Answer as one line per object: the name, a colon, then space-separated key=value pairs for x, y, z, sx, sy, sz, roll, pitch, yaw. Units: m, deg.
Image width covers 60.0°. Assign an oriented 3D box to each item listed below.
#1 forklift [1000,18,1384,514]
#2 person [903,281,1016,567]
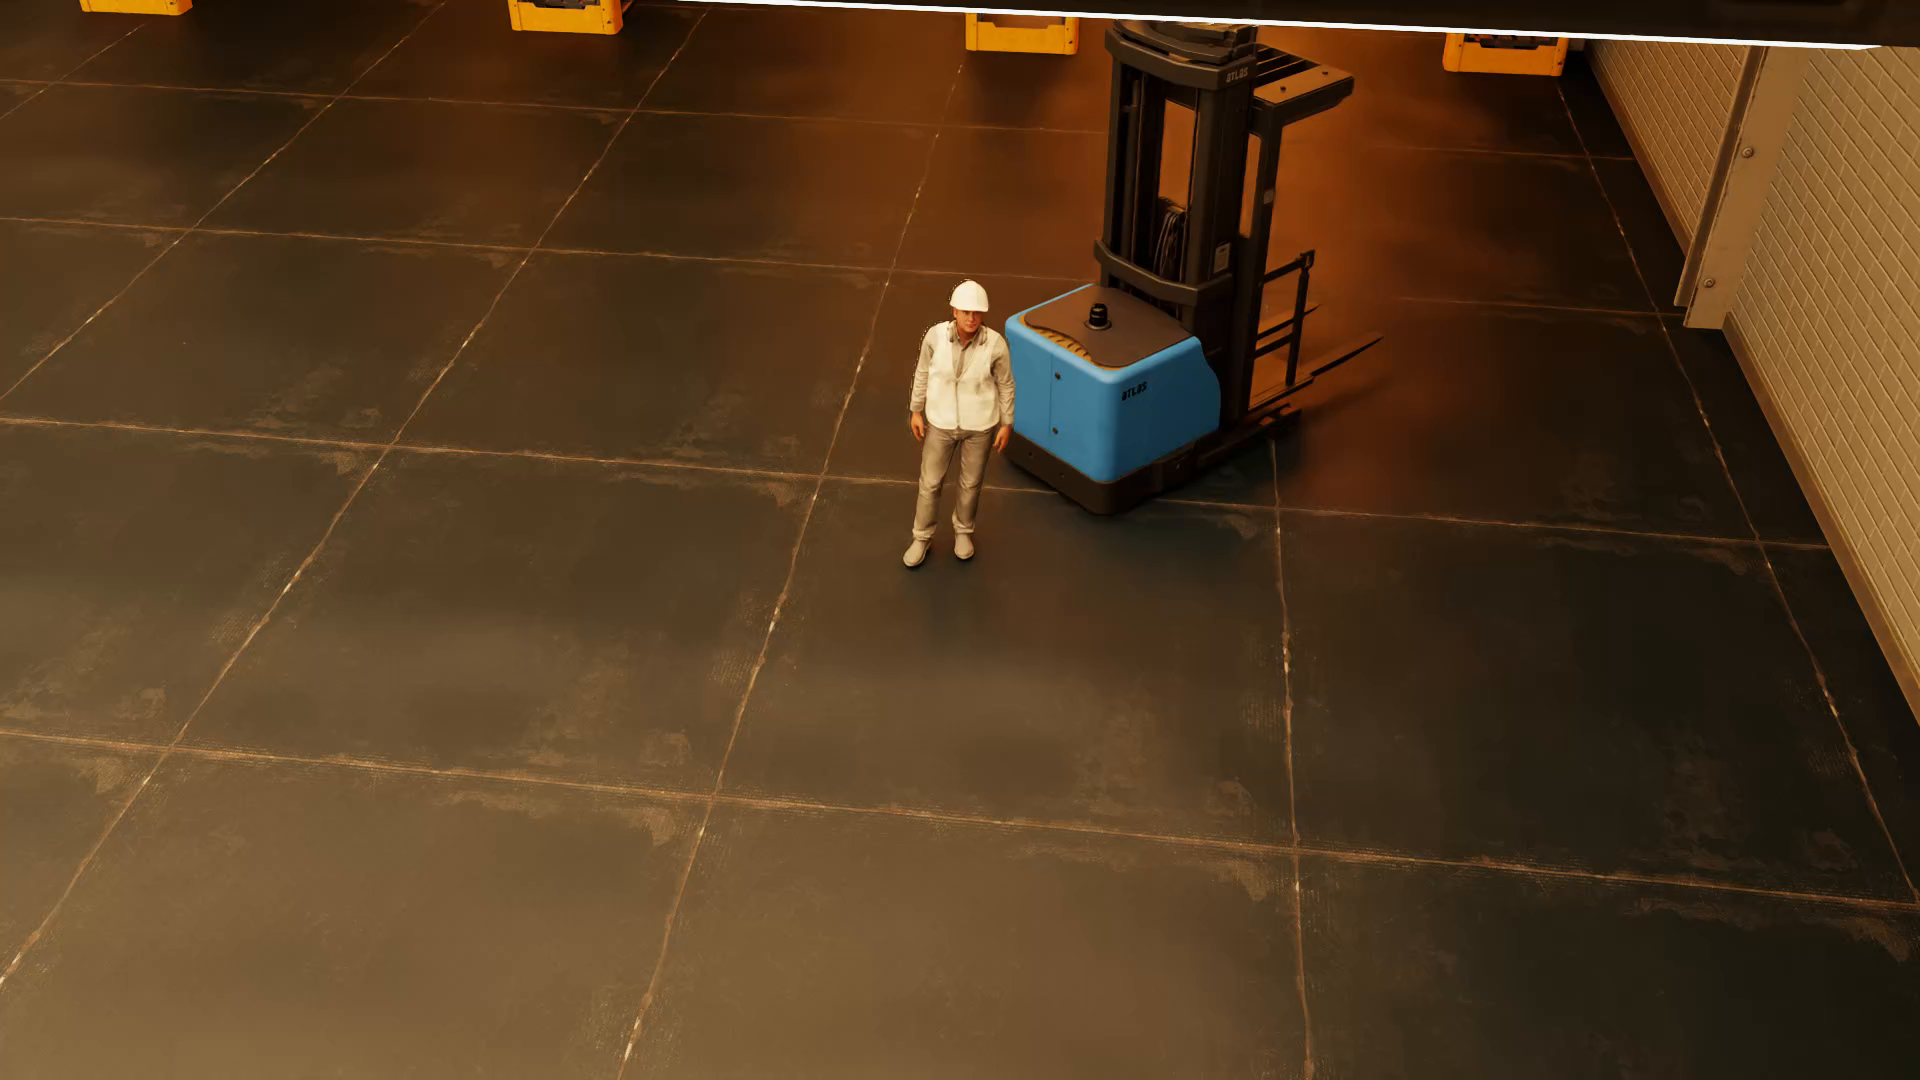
forklift: x=1.726 y=-2.075 z=10.844 sx=3.031 sy=2.935 sz=1.130 roll=-26 pitch=44 yaw=-31
person: x=-0.006 y=-0.678 z=9.917 sx=0.647 sy=1.773 sz=0.563 roll=4 pitch=37 yaw=6
